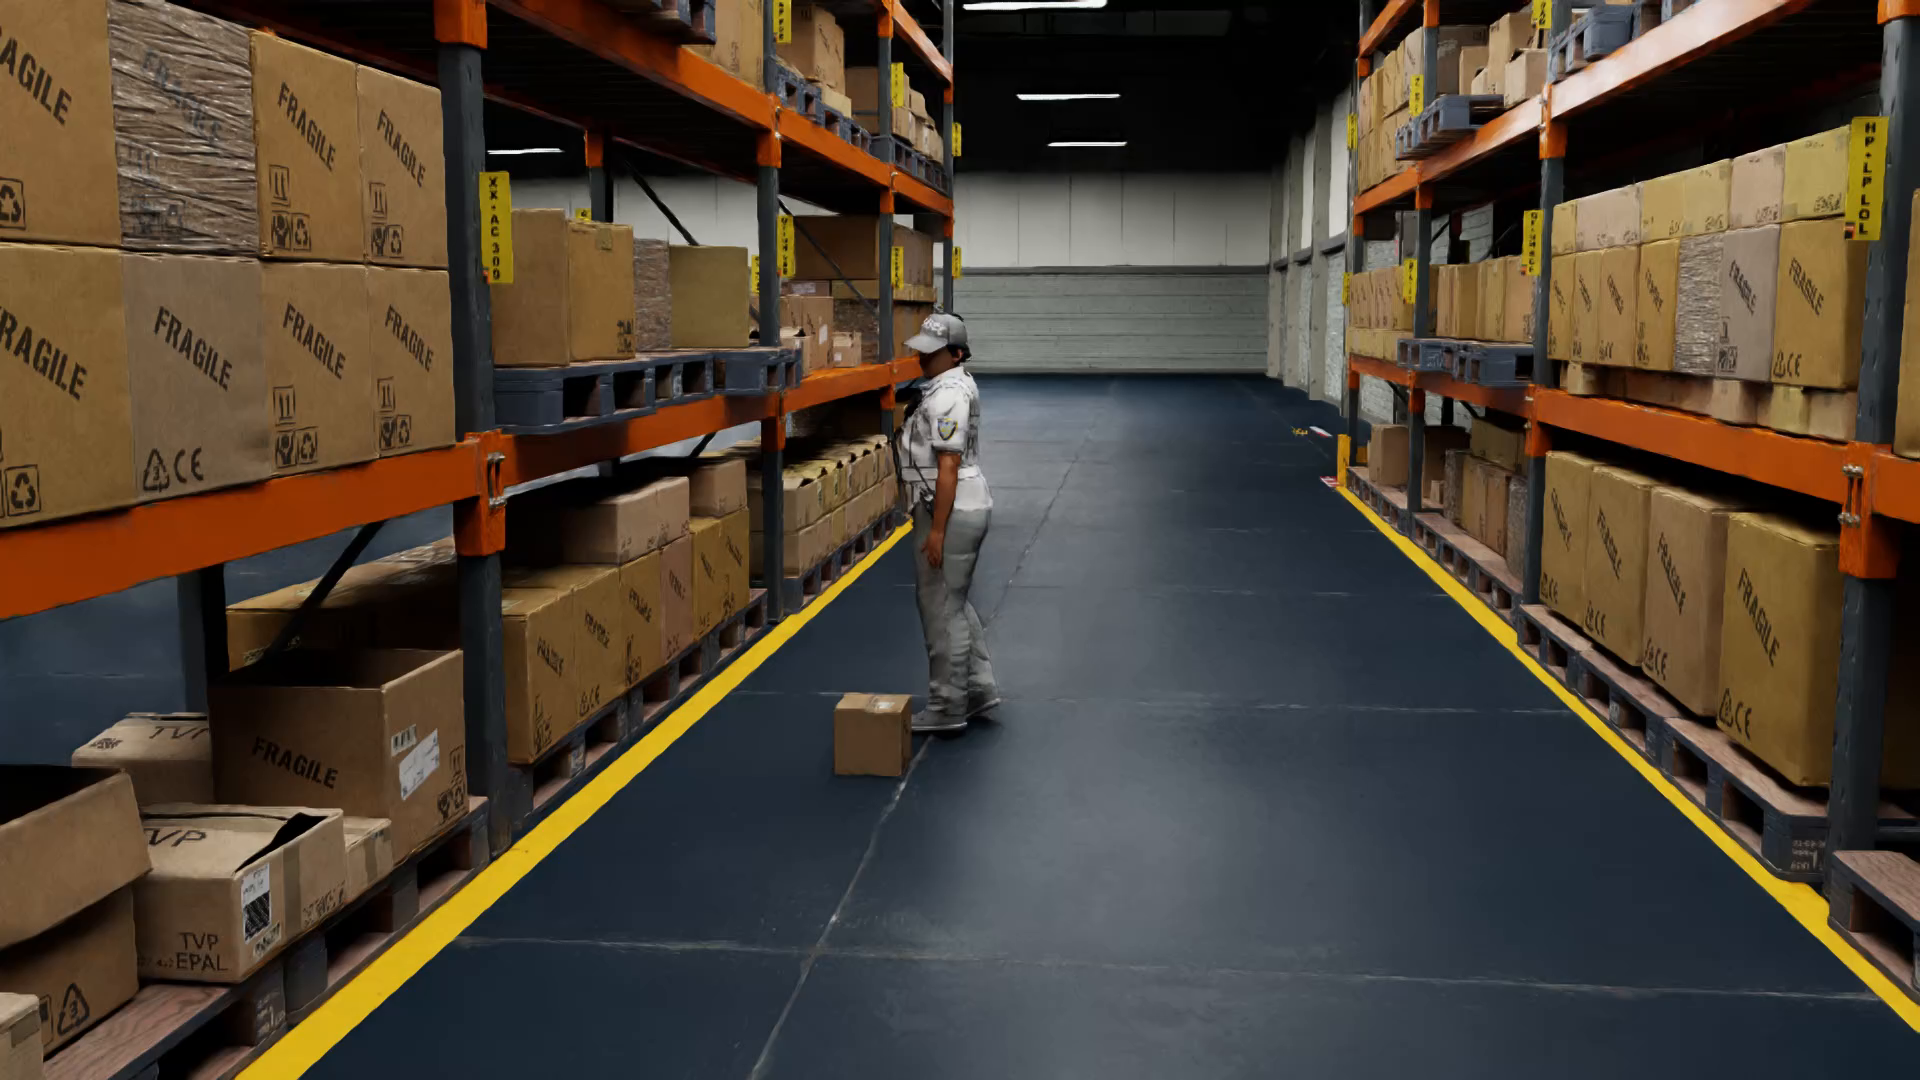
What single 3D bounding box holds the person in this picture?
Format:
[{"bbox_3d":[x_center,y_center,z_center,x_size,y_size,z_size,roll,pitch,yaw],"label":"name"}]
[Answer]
[{"bbox_3d":[-0.043,-0.054,6.680,0.434,1.702,0.521,0,8,3],"label":"person"}]
